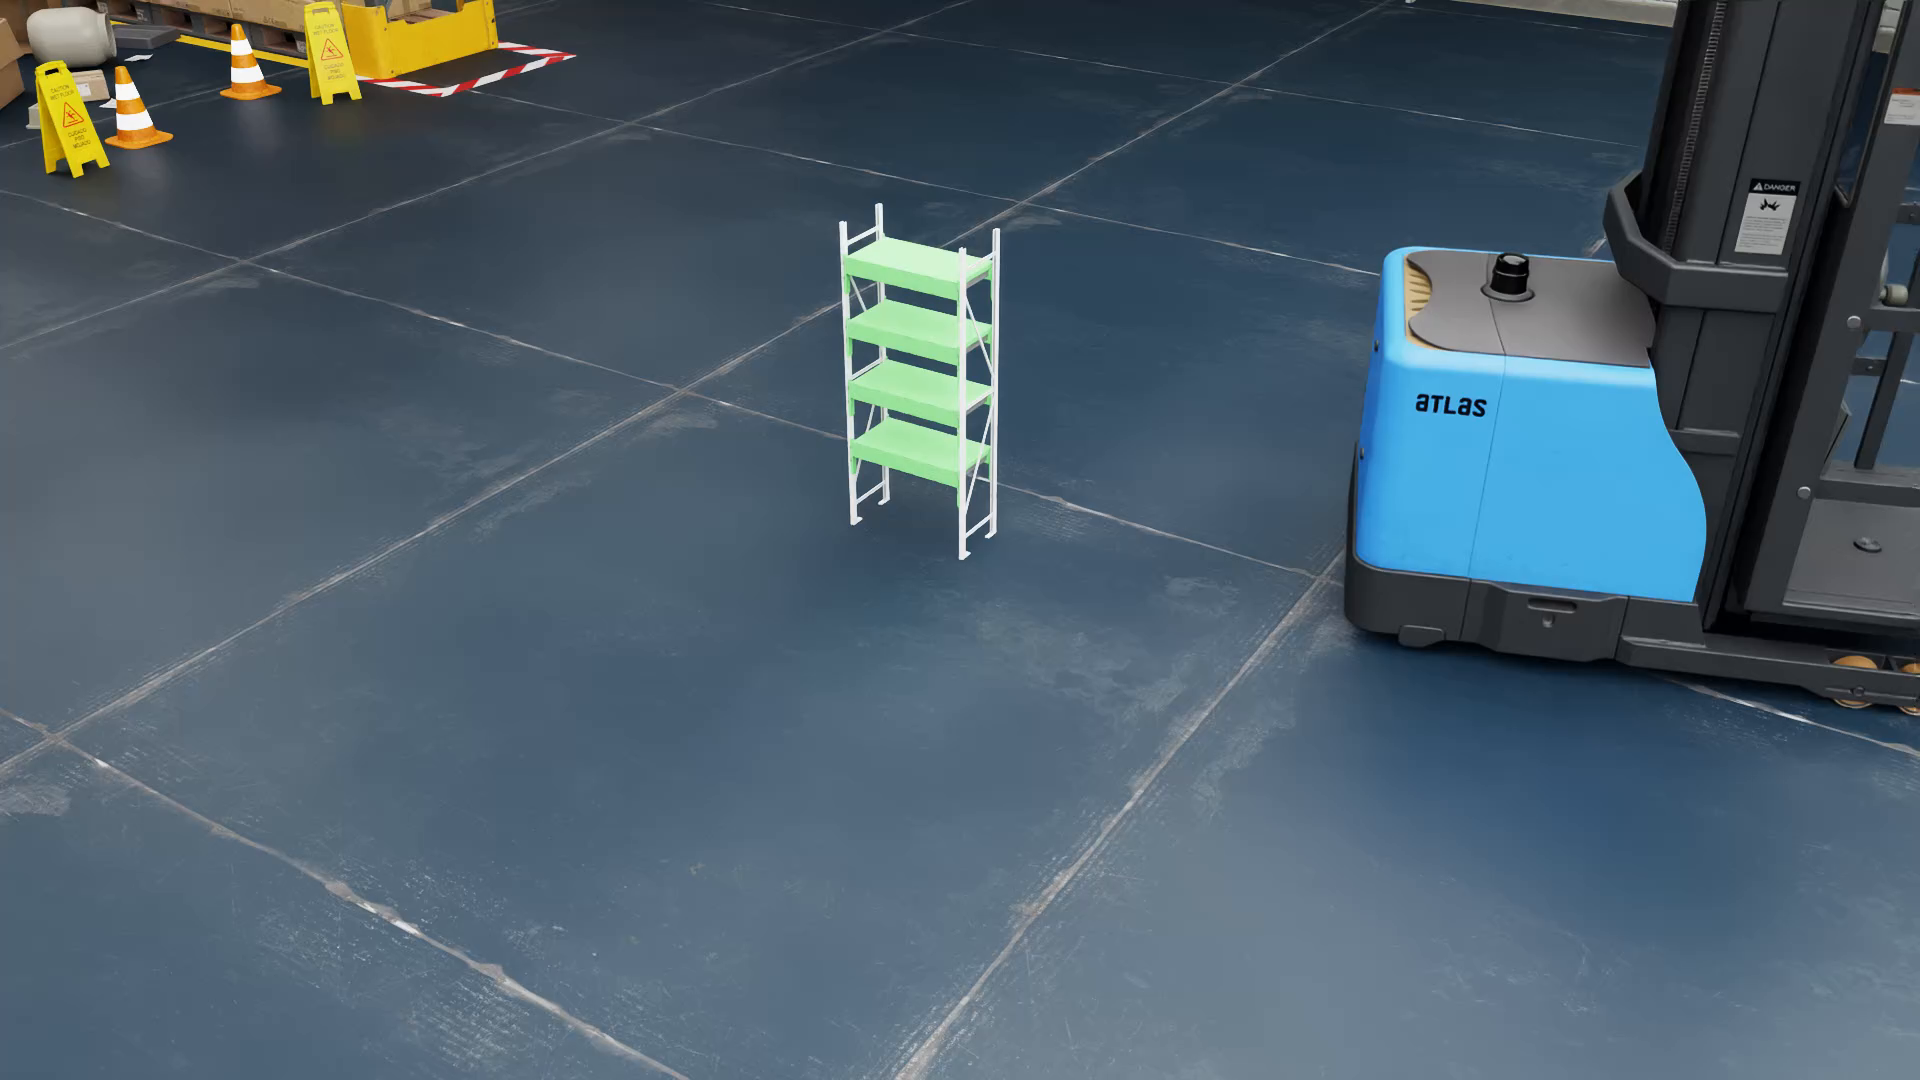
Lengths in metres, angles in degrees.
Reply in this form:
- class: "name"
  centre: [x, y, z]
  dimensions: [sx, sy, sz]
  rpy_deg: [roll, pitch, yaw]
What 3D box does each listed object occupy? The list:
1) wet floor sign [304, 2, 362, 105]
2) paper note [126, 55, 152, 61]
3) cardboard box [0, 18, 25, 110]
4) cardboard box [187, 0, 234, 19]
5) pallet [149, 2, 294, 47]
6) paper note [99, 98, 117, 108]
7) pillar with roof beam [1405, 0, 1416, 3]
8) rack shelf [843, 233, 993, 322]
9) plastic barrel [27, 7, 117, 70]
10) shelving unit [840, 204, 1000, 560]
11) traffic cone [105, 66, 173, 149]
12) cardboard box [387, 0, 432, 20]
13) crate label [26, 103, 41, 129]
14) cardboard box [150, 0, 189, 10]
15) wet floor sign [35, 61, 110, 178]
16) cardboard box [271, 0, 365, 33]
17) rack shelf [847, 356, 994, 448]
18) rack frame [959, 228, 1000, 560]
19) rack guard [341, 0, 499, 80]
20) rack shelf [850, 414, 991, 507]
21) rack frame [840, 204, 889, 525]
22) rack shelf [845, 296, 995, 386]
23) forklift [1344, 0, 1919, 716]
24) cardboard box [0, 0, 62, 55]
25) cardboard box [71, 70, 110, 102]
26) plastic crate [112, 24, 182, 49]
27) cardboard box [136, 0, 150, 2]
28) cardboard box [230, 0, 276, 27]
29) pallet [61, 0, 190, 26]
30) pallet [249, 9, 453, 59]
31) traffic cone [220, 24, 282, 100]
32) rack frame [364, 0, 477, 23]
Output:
- class: "wet floor sign"
  centre: [-4.303, -3.328, 11.315]
  dimensions: [0.267, 0.644, 0.232]
  rpy_deg: [-21, 36, -32]
- class: "paper note"
  centre: [-6.116, -3.598, 12.387]
  dimensions: [0.148, 0.019, 0.142]
  rpy_deg: [6, 31, 10]
- class: "cardboard box"
  centre: [-6.729, -3.165, 11.175]
  dimensions: [0.637, 0.503, 0.797]
  rpy_deg: [-4, 30, -7]
- class: "cardboard box"
  centre: [-5.603, -4.228, 12.833]
  dimensions: [0.500, 0.250, 0.500]
  rpy_deg: [16, 34, 26]
- class: "pallet"
  centre: [-5.658, -4.229, 13.289]
  dimensions: [1.213, 0.211, 1.003]
  rpy_deg: [18, 35, 27]
- class: "paper note"
  centre: [-5.754, -2.974, 11.318]
  dimensions: [0.142, 0.019, 0.148]
  rpy_deg: [6, 31, 10]
- class: "pillar with roof beam"
  centre: [1.423, -6.690, 8.787]
  dimensions: [0.400, 9.000, 9.100]
  rpy_deg: [18, 35, 27]
- class: "rack shelf"
  centre: [-0.140, -0.922, 5.814]
  dimensions: [0.480, 0.148, 0.258]
  rpy_deg: [18, 35, 27]
- class: "plastic barrel"
  centre: [-6.449, -3.647, 12.082]
  dimensions: [0.512, 0.421, 0.421]
  rpy_deg: [-9, 32, -15]
- class: "shelving unit"
  centre: [-0.140, -0.563, 6.024]
  dimensions: [0.503, 1.200, 0.258]
  rpy_deg: [18, 35, 27]
- class: "traffic cone"
  centre: [-5.247, -2.757, 10.516]
  dimensions: [0.334, 0.463, 0.336]
  rpy_deg: [18, 35, 27]
- class: "cardboard box"
  centre: [-4.431, -4.181, 12.751]
  dimensions: [0.500, 0.250, 0.500]
  rpy_deg: [17, 34, 27]
- class: "crate label"
  centre: [-5.946, -2.800, 10.914]
  dimensions: [0.298, 0.136, 0.250]
  rpy_deg: [1, 30, 2]
- class: "cardboard box"
  centre: [-6.018, -4.366, 13.068]
  dimensions: [0.500, 0.250, 0.500]
  rpy_deg: [17, 34, 27]
- class: "wet floor sign"
  centre: [-5.364, -2.533, 9.952]
  dimensions: [0.232, 0.644, 0.267]
  rpy_deg: [12, 32, 19]
- class: "cardboard box"
  centre: [-4.743, -3.955, 12.364]
  dimensions: [0.500, 0.250, 0.500]
  rpy_deg: [17, 34, 27]
- class: "rack shelf"
  centre: [-0.140, -0.507, 6.056]
  dimensions: [0.480, 0.148, 0.258]
  rpy_deg: [18, 35, 27]
- class: "rack frame"
  centre: [0.066, -0.497, 5.912]
  dimensions: [0.015, 1.200, 0.240]
  rpy_deg: [18, 35, 27]
- class: "rack guard"
  centre: [-3.959, -3.793, 12.256]
  dimensions: [0.348, 0.500, 1.175]
  rpy_deg: [18, 35, 27]
- class: "rack shelf"
  centre: [-0.140, -0.300, 6.177]
  dimensions: [0.480, 0.148, 0.258]
  rpy_deg: [18, 35, 27]
- class: "rack frame"
  centre: [-0.347, -0.628, 6.136]
  dimensions: [0.015, 1.200, 0.240]
  rpy_deg: [18, 35, 27]
- class: "rack shelf"
  centre: [-0.140, -0.715, 5.935]
  dimensions: [0.480, 0.148, 0.258]
  rpy_deg: [18, 35, 27]
- class: "forklift"
  centre: [2.883, -1.000, 5.056]
  dimensions: [3.031, 2.935, 1.130]
  rpy_deg: [6, 31, 11]
- class: "cardboard box"
  centre: [-7.099, -3.978, 12.570]
  dimensions: [0.500, 0.500, 0.500]
  rpy_deg: [-9, 32, -15]
- class: "cardboard box"
  centre: [-6.078, -3.110, 11.434]
  dimensions: [0.380, 0.149, 0.250]
  rpy_deg: [-15, 33, -24]
- class: "plastic crate"
  centre: [-6.389, -3.893, 12.843]
  dimensions: [0.583, 0.080, 0.402]
  rpy_deg: [6, 31, 10]
- class: "cardboard box"
  centre: [-6.468, -4.507, 13.310]
  dimensions: [0.500, 0.250, 0.500]
  rpy_deg: [20, 36, 30]
- class: "cardboard box"
  centre: [-5.157, -4.090, 12.597]
  dimensions: [0.500, 0.250, 0.500]
  rpy_deg: [18, 35, 28]
- class: "pallet"
  centre: [-6.695, -4.555, 13.848]
  dimensions: [1.213, 0.211, 1.003]
  rpy_deg: [18, 35, 27]
- class: "pallet"
  centre: [-4.629, -3.901, 12.728]
  dimensions: [1.213, 0.211, 1.003]
  rpy_deg: [18, 35, 27]
- class: "traffic cone"
  centre: [-4.945, -3.322, 11.485]
  dimensions: [0.334, 0.463, 0.336]
  rpy_deg: [18, 35, 27]
- class: "rack frame"
  centre: [-3.895, -4.853, 11.592]
  dimensions: [0.127, 3.000, 1.000]
  rpy_deg: [18, 35, 27]
